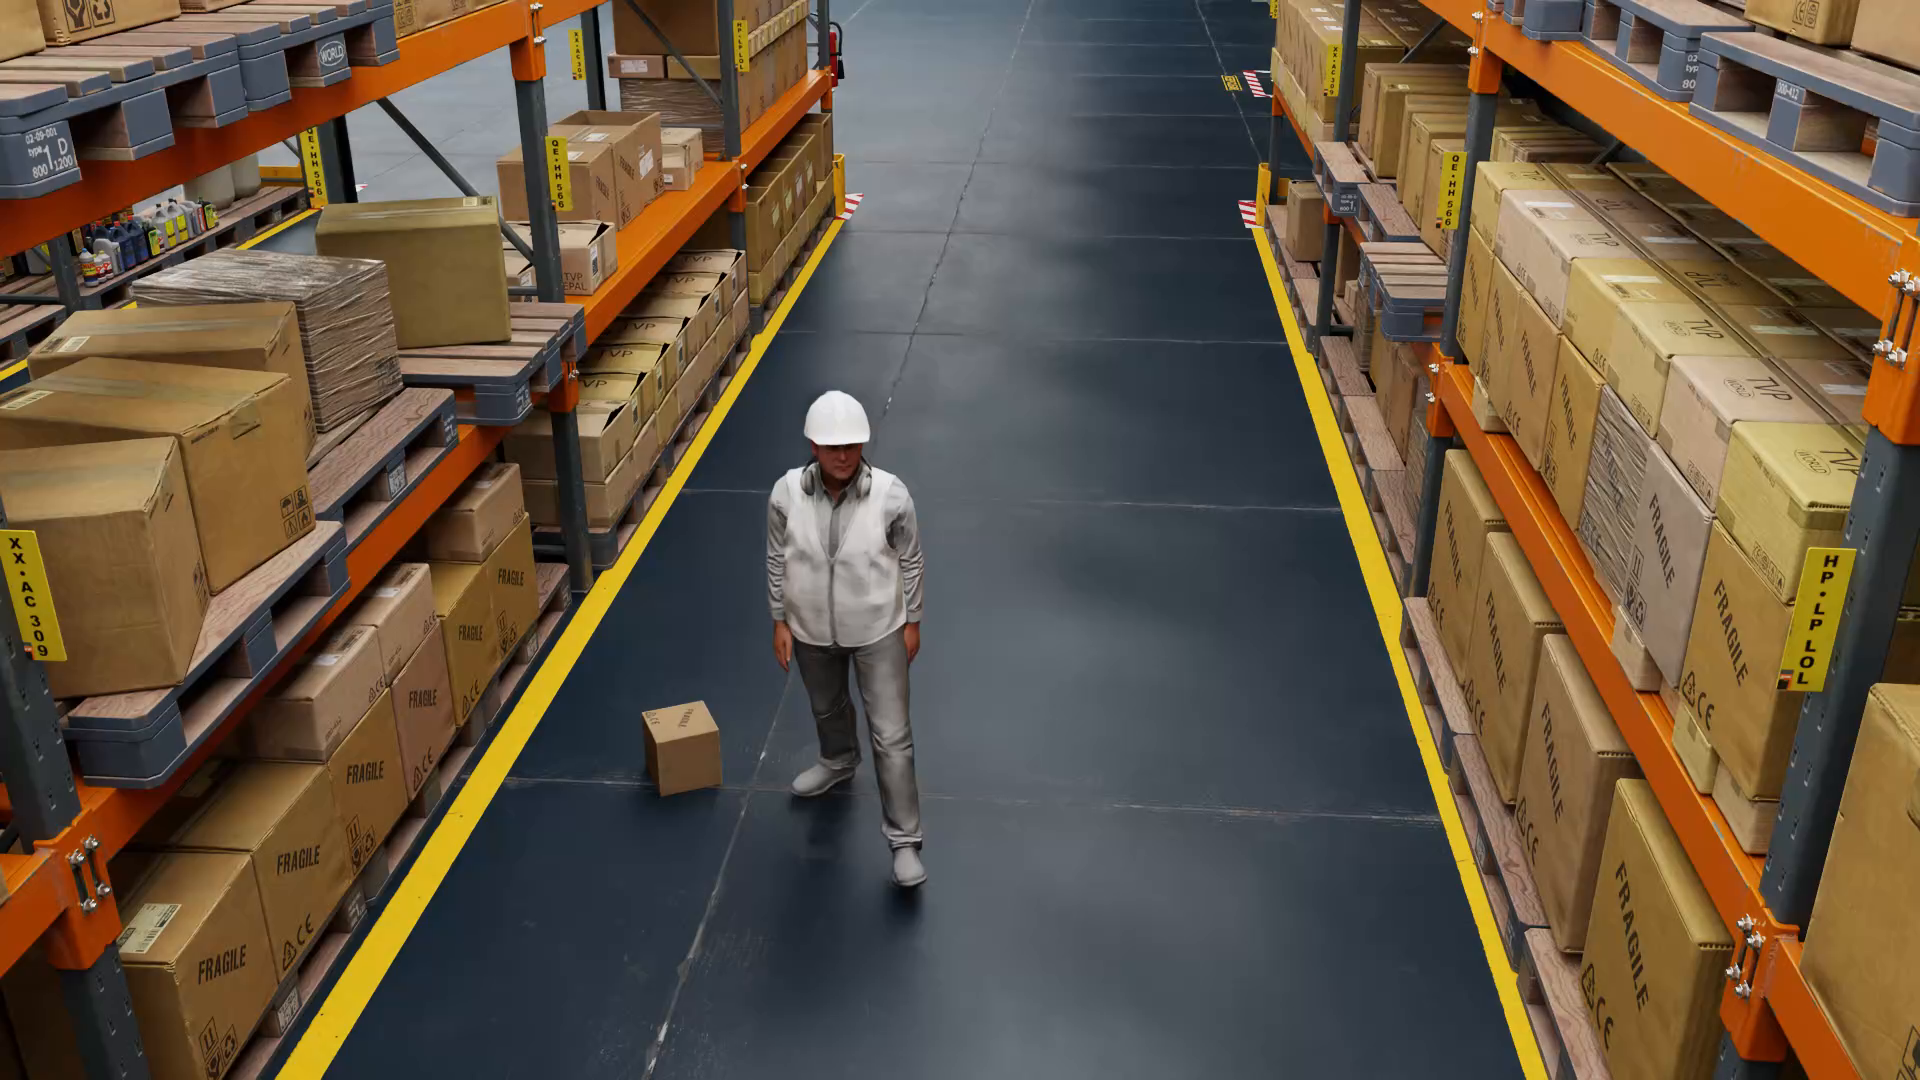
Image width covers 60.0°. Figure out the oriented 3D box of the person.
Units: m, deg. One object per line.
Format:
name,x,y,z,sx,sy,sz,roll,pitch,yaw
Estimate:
person,-0.377,0.308,5.867,0.647,1.731,0.860,4,25,9
